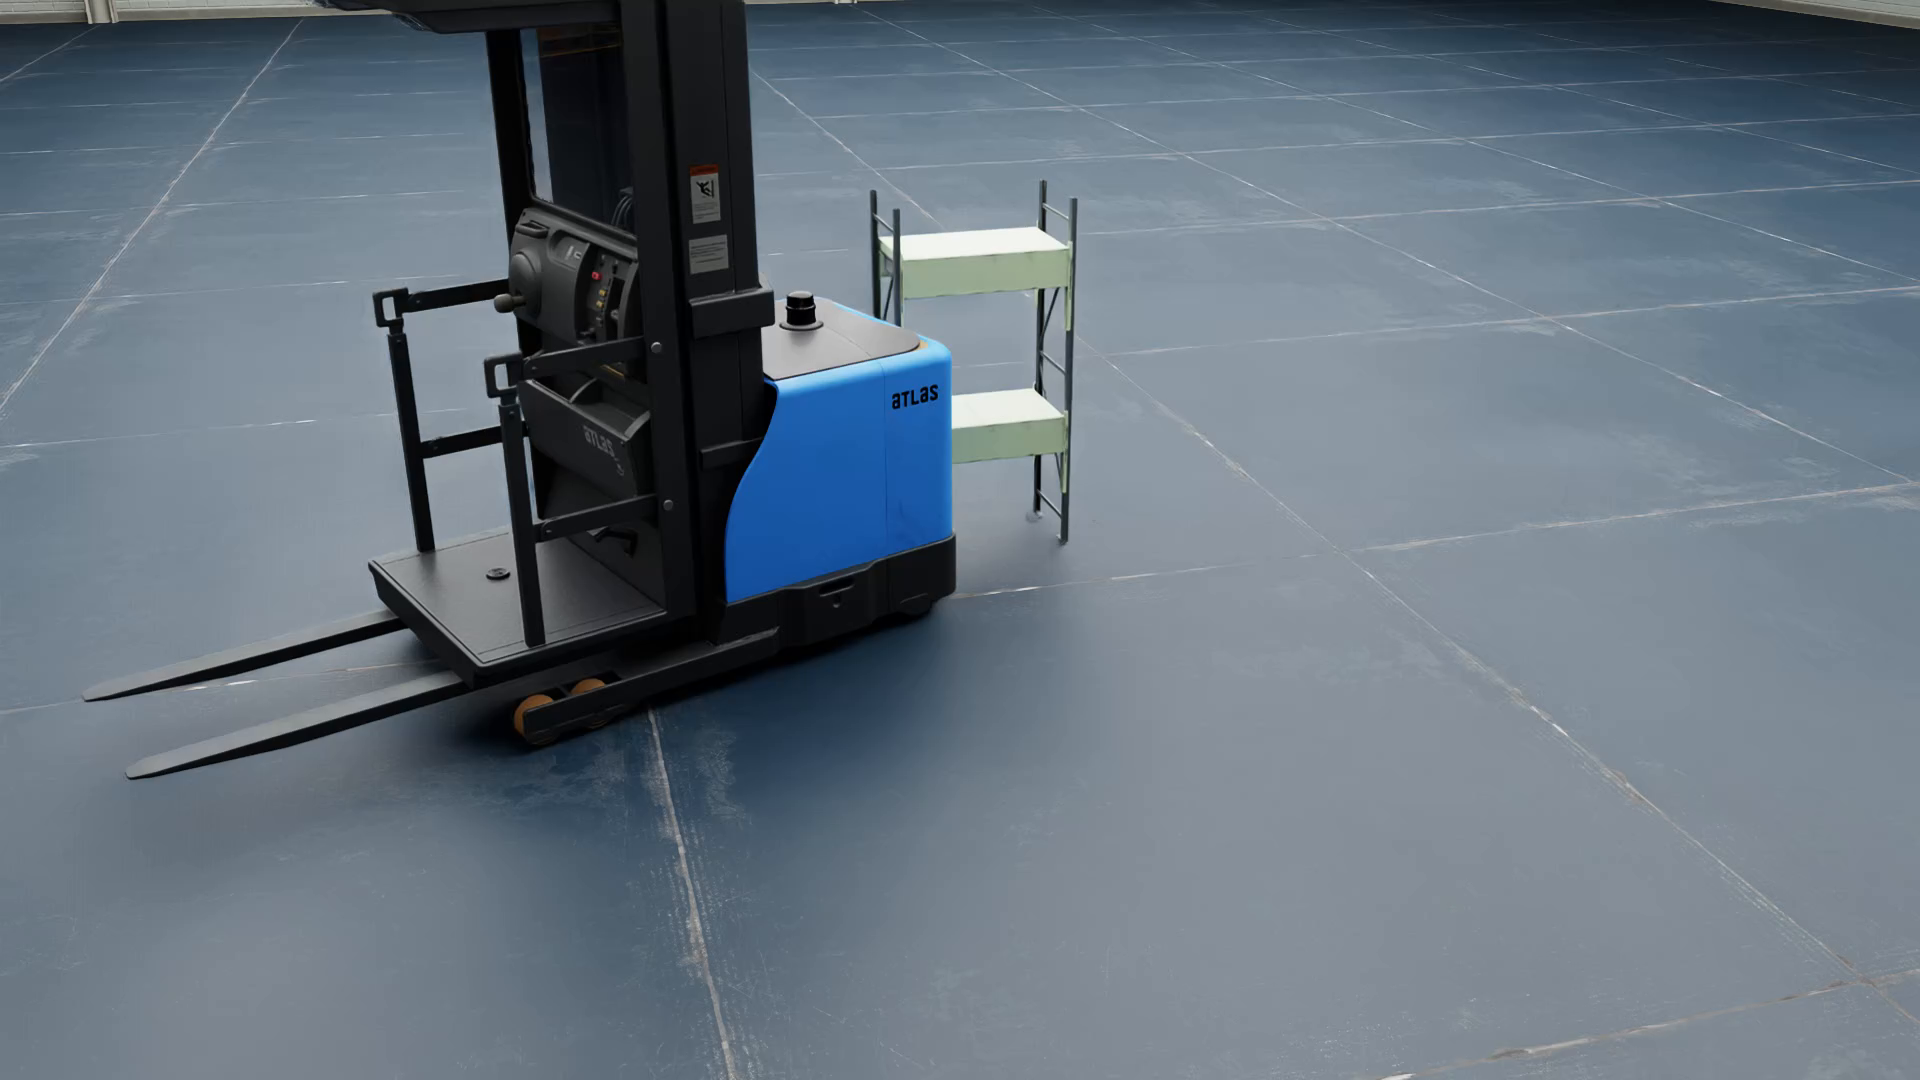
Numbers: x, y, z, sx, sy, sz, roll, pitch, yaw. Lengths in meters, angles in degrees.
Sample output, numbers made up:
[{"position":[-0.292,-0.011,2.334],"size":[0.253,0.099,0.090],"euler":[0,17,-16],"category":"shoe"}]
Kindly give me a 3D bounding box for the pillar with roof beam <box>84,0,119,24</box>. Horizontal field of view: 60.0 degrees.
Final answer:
[{"position":[-12.437,-10.725,20.832],"size":[0.400,9.000,9.100],"euler":[-6,24,-14],"category":"pillar with roof beam"}]

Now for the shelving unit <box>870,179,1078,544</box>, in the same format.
[{"position":[0.050,-0.707,6.995],"size":[0.755,1.500,0.431],"euler":[-7,24,-15],"category":"shelving unit"}]

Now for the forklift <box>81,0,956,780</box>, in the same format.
[{"position":[-1.498,-0.888,5.602],"size":[3.031,2.935,1.130],"euler":[-17,28,-34],"category":"forklift"}]

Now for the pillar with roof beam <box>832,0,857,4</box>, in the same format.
[{"position":[-0.883,-12.003,23.811],"size":[0.400,9.000,9.100],"euler":[-6,24,-14],"category":"pillar with roof beam"}]

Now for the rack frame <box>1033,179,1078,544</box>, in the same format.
[{"position":[0.401,-0.748,7.092],"size":[0.023,1.500,0.400],"euler":[-7,24,-15],"category":"rack frame"}]

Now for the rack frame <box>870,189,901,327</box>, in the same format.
[{"position":[-0.300,-0.665,6.898],"size":[0.023,1.500,0.400],"euler":[-7,24,-15],"category":"rack frame"}]

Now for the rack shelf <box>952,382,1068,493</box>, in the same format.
[{"position":[0.050,-0.407,7.124],"size":[0.720,0.370,0.431],"euler":[-7,24,-15],"category":"rack shelf"}]

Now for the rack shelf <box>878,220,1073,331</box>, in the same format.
[{"position":[0.050,-1.065,6.841],"size":[0.720,0.370,0.431],"euler":[-7,24,-15],"category":"rack shelf"}]
